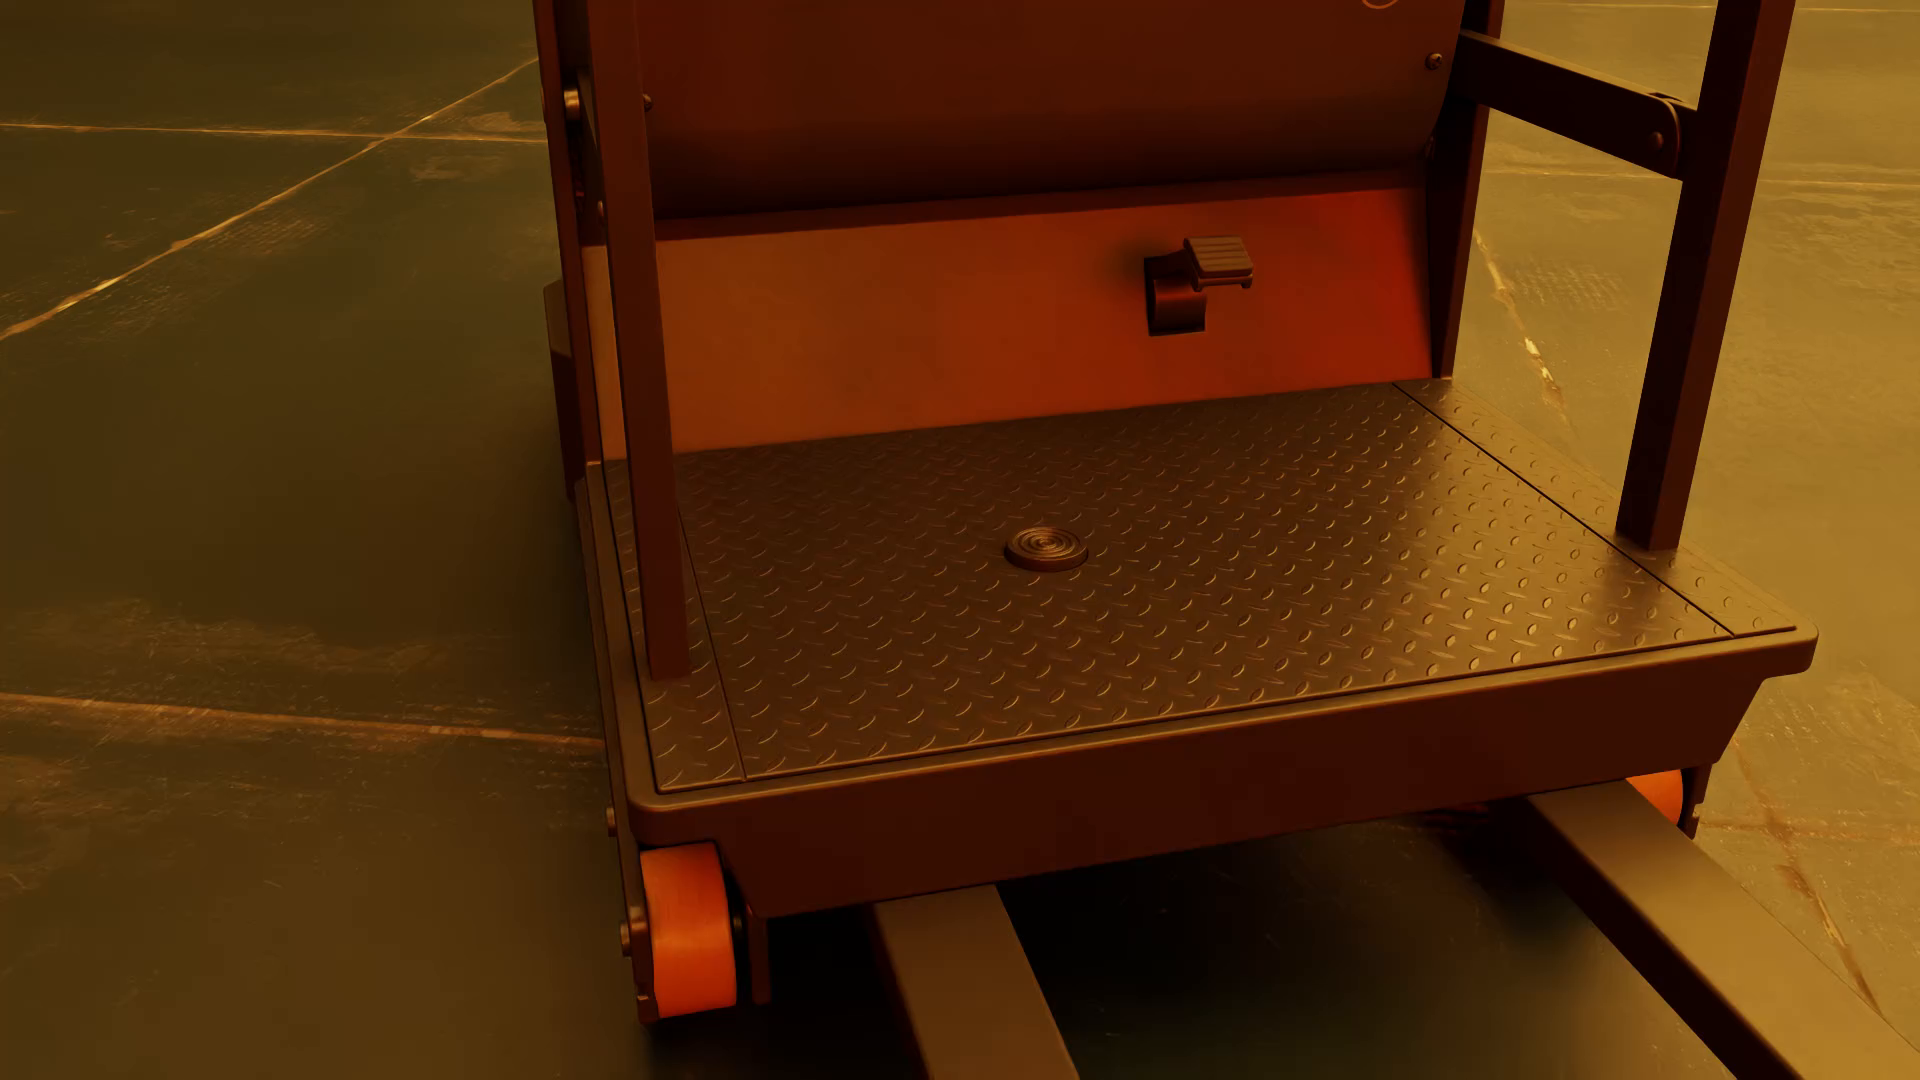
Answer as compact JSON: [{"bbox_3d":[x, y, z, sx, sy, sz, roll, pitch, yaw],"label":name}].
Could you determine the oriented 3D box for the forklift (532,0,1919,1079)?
[{"bbox_3d":[0.153,-1.049,1.319,1.130,2.935,3.031,-7,27,-13],"label":"forklift"}]
